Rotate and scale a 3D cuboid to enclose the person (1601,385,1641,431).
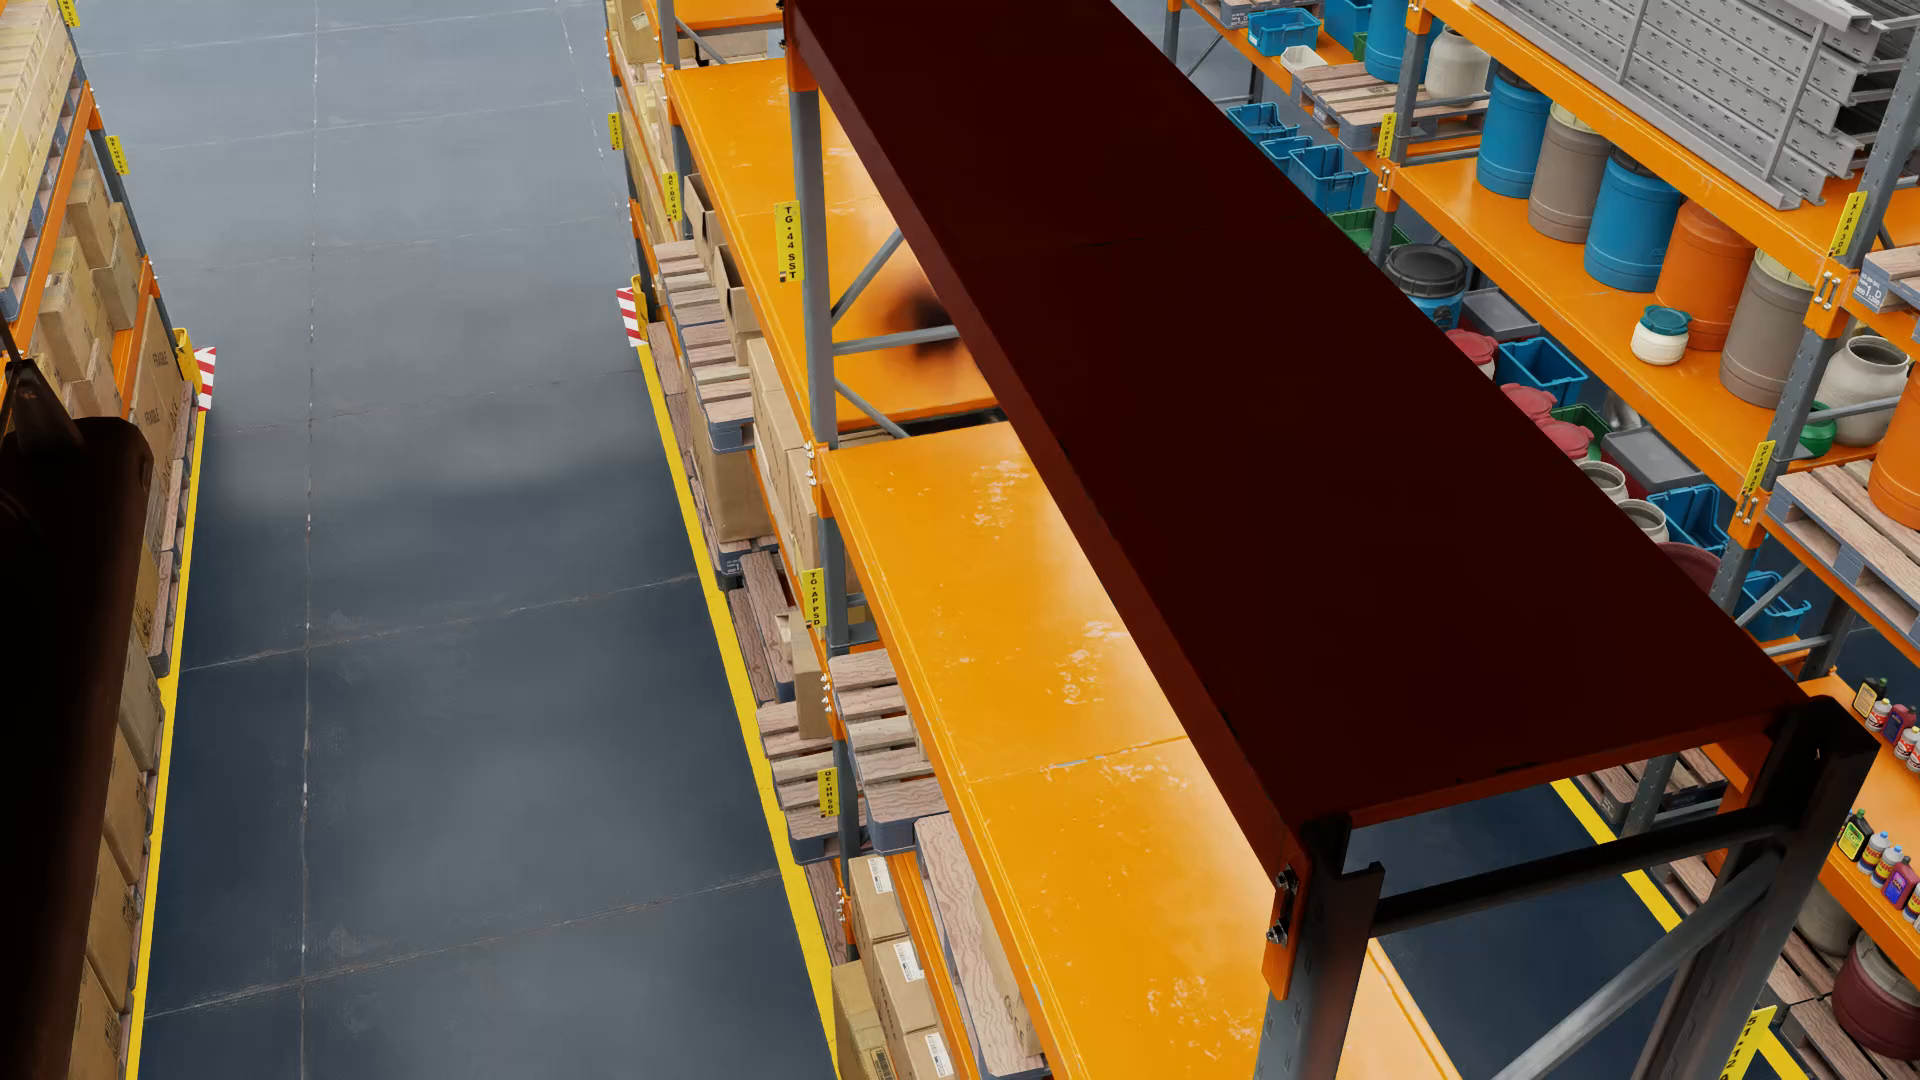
[{"bbox_3d":[5.383,-1.364,13.230,0.545,1.708,0.787,-11,40,-14],"label":"person"}]
